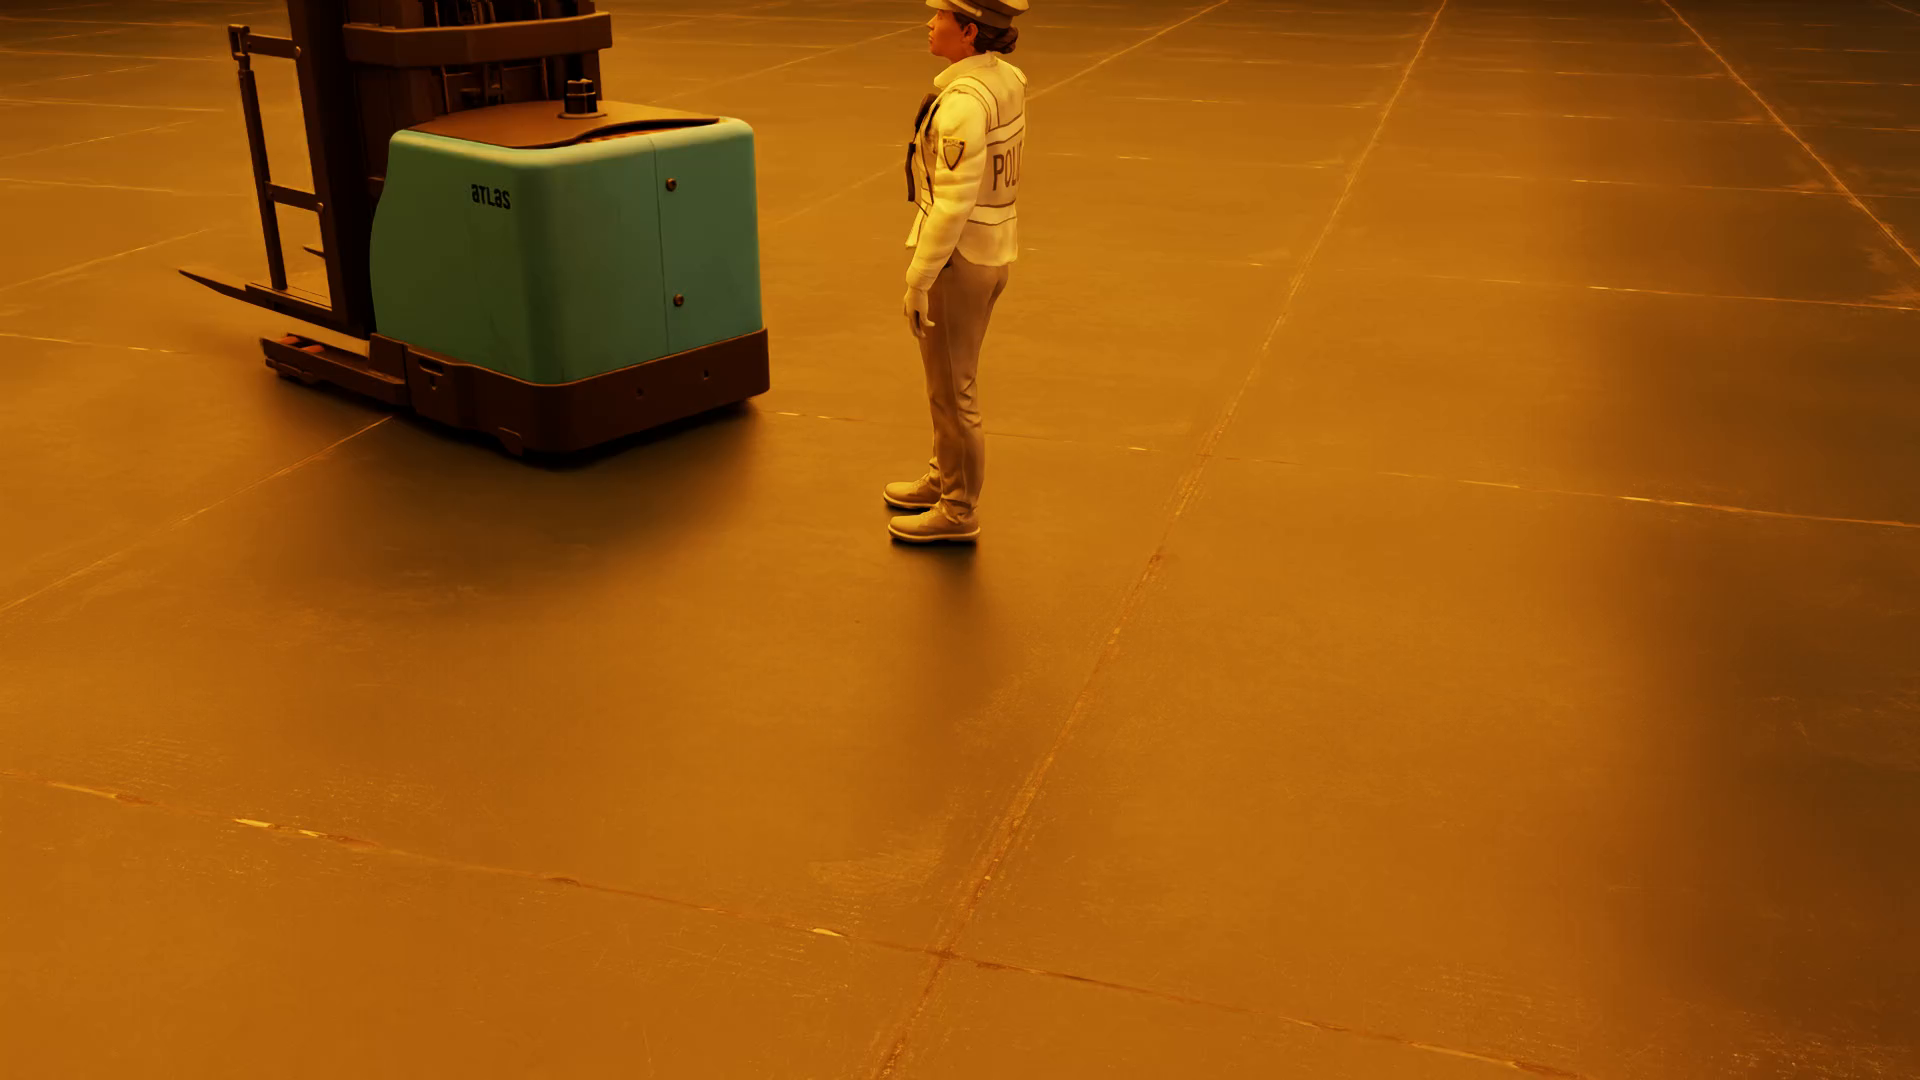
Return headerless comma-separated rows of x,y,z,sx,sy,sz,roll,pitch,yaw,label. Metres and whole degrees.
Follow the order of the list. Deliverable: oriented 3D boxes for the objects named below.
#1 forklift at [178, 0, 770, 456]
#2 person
-2.169,-2.094,6.351,3.031,2.935,1.130,18,29,37,forklift
-0.063,-0.800,4.820,0.531,1.694,0.586,7,23,16,person
